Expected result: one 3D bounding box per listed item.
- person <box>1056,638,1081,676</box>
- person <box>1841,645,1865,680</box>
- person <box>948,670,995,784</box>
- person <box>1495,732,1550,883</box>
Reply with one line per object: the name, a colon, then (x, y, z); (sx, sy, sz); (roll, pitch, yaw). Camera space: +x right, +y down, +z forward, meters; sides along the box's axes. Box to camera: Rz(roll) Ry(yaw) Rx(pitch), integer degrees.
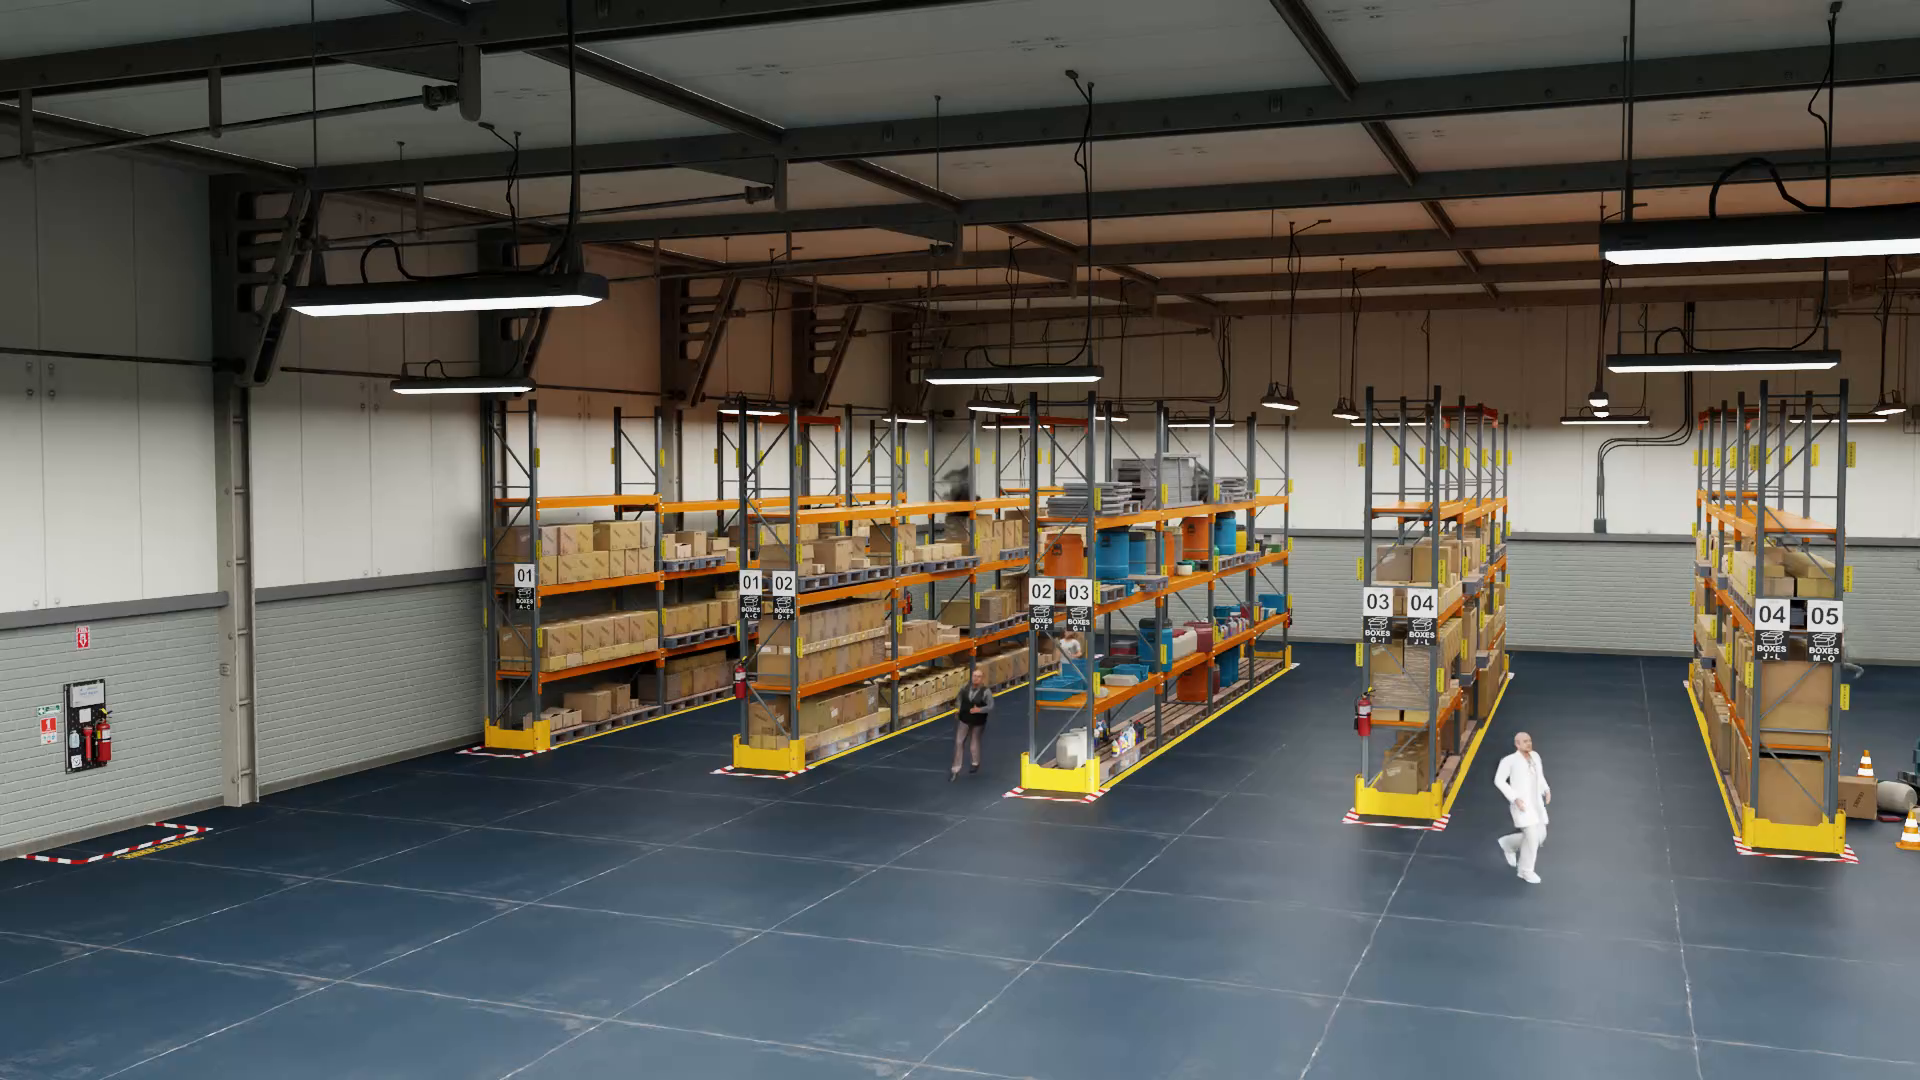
person: (2.167, 2.626, 33.171); (0.538, 1.330, 0.743); (1, 3, 17)
person: (19.311, 2.391, 36.539); (1.023, 1.683, 0.539); (1, 3, 19)
person: (0.226, 2.873, 25.879); (0.665, 1.722, 0.900); (1, 3, 15)
person: (6.698, 3.159, 19.837); (0.707, 1.754, 0.672); (-1, 3, -27)
